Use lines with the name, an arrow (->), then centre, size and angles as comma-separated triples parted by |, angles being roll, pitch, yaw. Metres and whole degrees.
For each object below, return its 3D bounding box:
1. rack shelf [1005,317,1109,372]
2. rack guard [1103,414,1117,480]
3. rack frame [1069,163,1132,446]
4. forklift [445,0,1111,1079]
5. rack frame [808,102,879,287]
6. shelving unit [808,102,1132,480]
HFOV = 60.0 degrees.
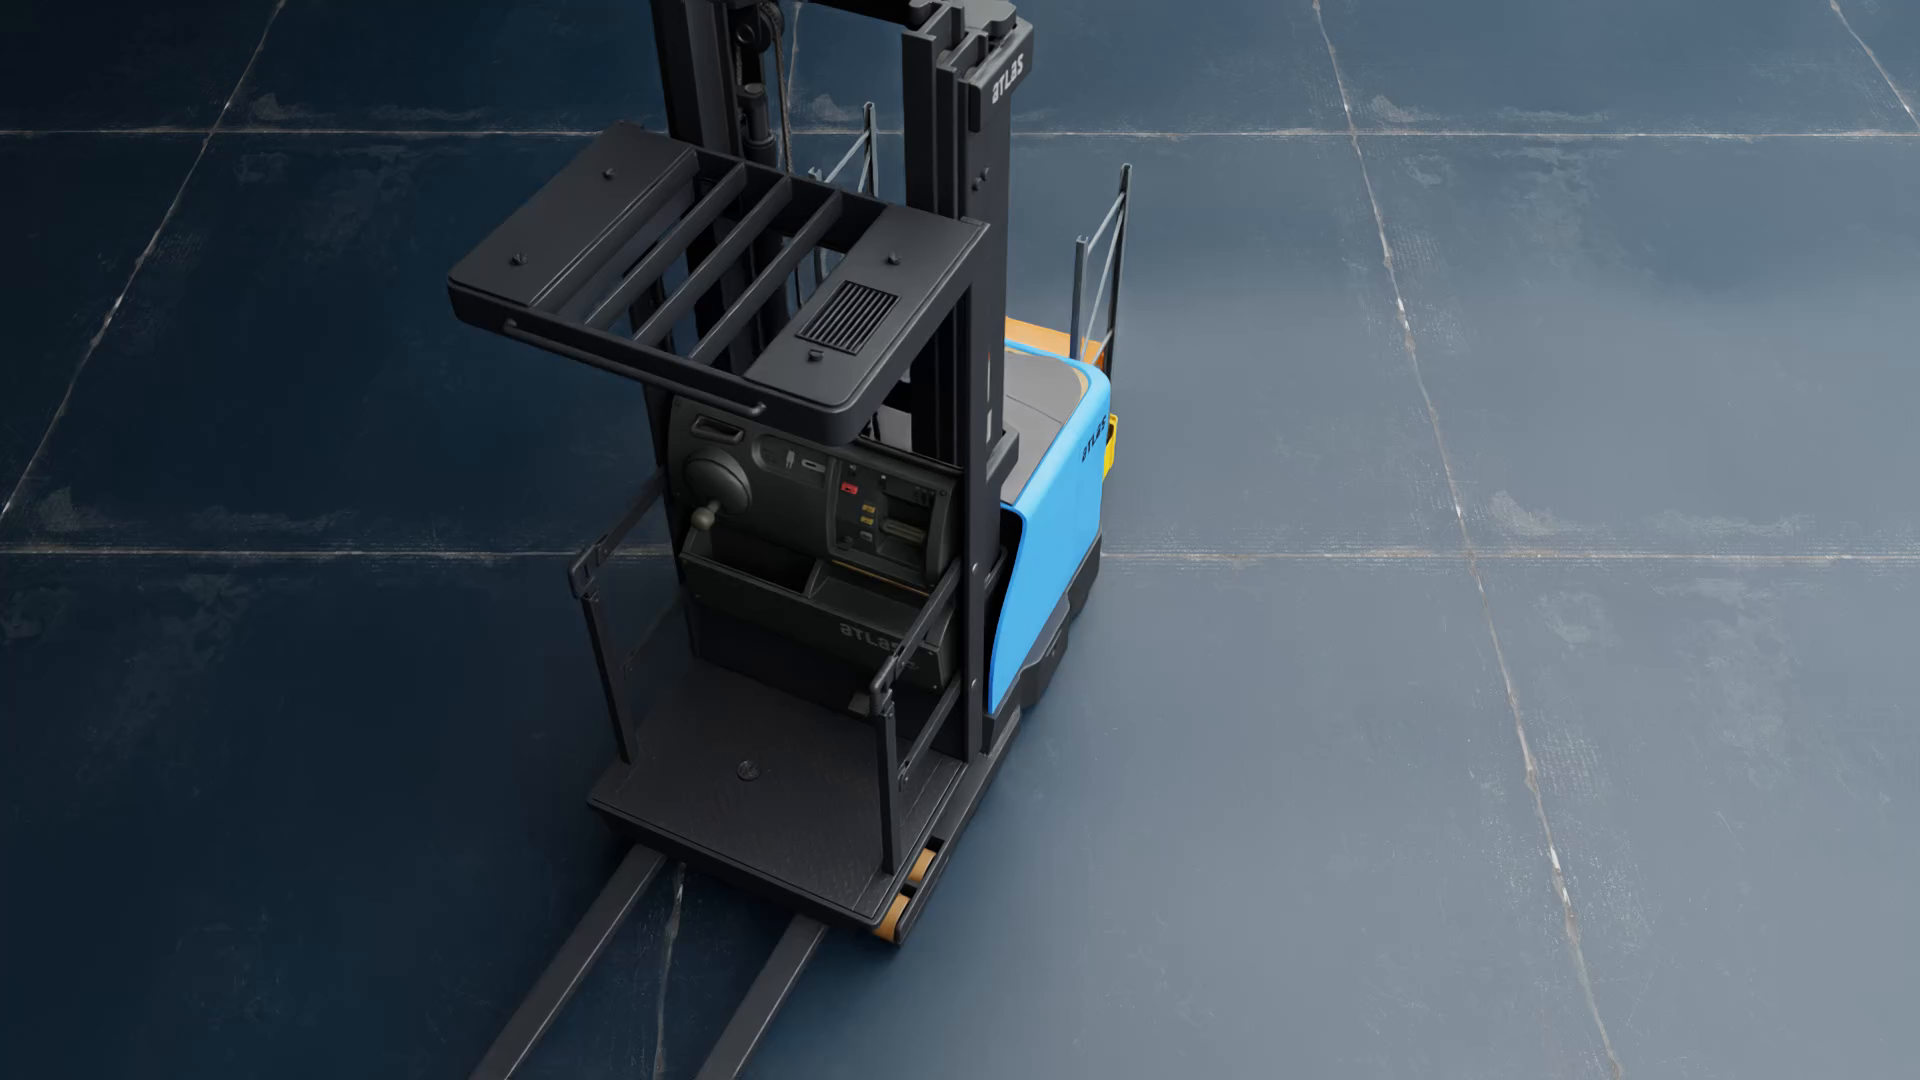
rack shelf -> 0.038, -0.690, 6.614 | 1.000, 0.185, 0.538 | 17, 49, 15
rack guard -> 0.504, -0.242, 6.804 | 0.087, 0.250, 0.587 | 17, 49, 15
rack frame -> 0.505, -0.667, 6.346 | 0.032, 1.500, 0.500 | 17, 49, 15
forklift -> -0.545, -0.043, 4.788 | 1.130, 2.935, 3.031 | 19, 50, 17
rack frame -> -0.430, -0.959, 6.618 | 0.032, 1.500, 0.500 | 17, 49, 15
shelving unit -> 0.046, -0.810, 6.480 | 1.083, 1.500, 0.587 | 17, 49, 15
